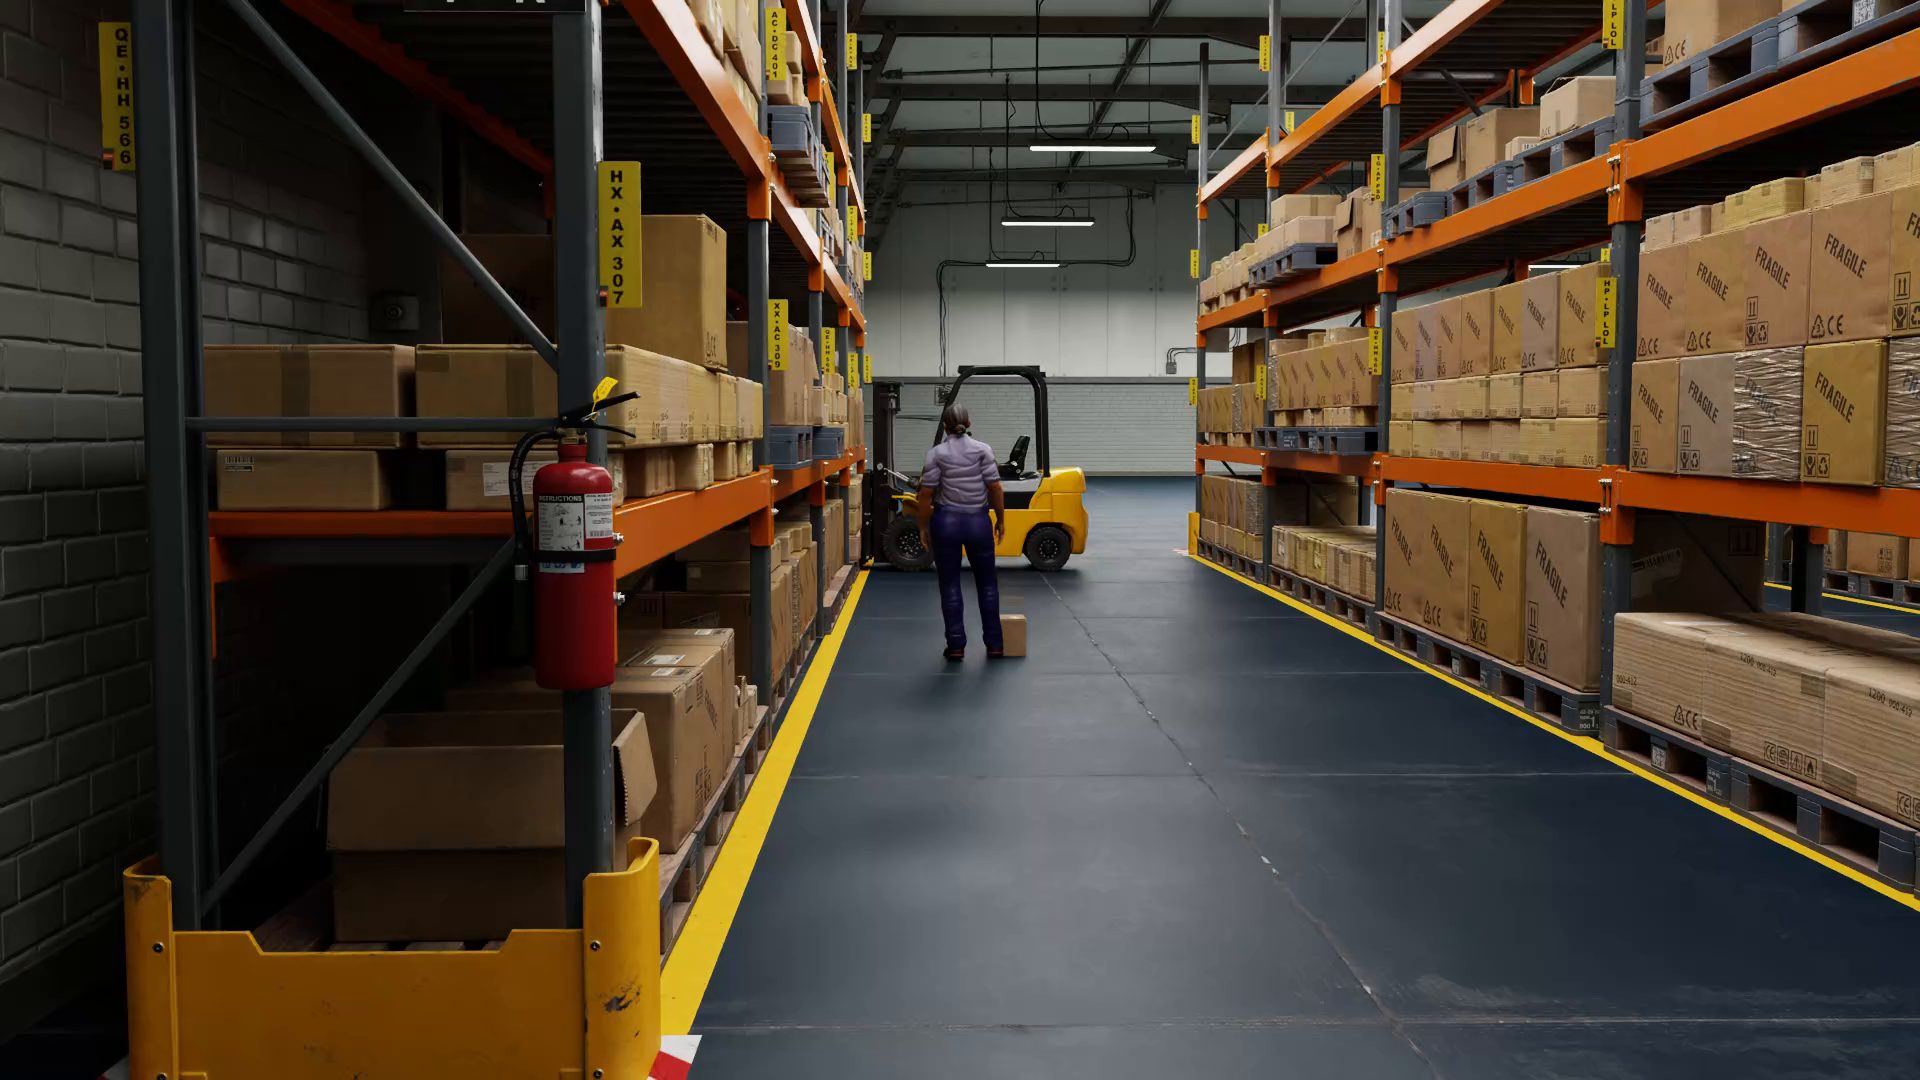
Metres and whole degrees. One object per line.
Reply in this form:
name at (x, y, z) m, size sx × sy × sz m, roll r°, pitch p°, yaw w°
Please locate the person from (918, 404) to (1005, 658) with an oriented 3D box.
person at (0.026, -0.058, 10.822) m, size 0.598 × 1.651 × 0.502 m, roll 0°, pitch 4°, yaw -1°
